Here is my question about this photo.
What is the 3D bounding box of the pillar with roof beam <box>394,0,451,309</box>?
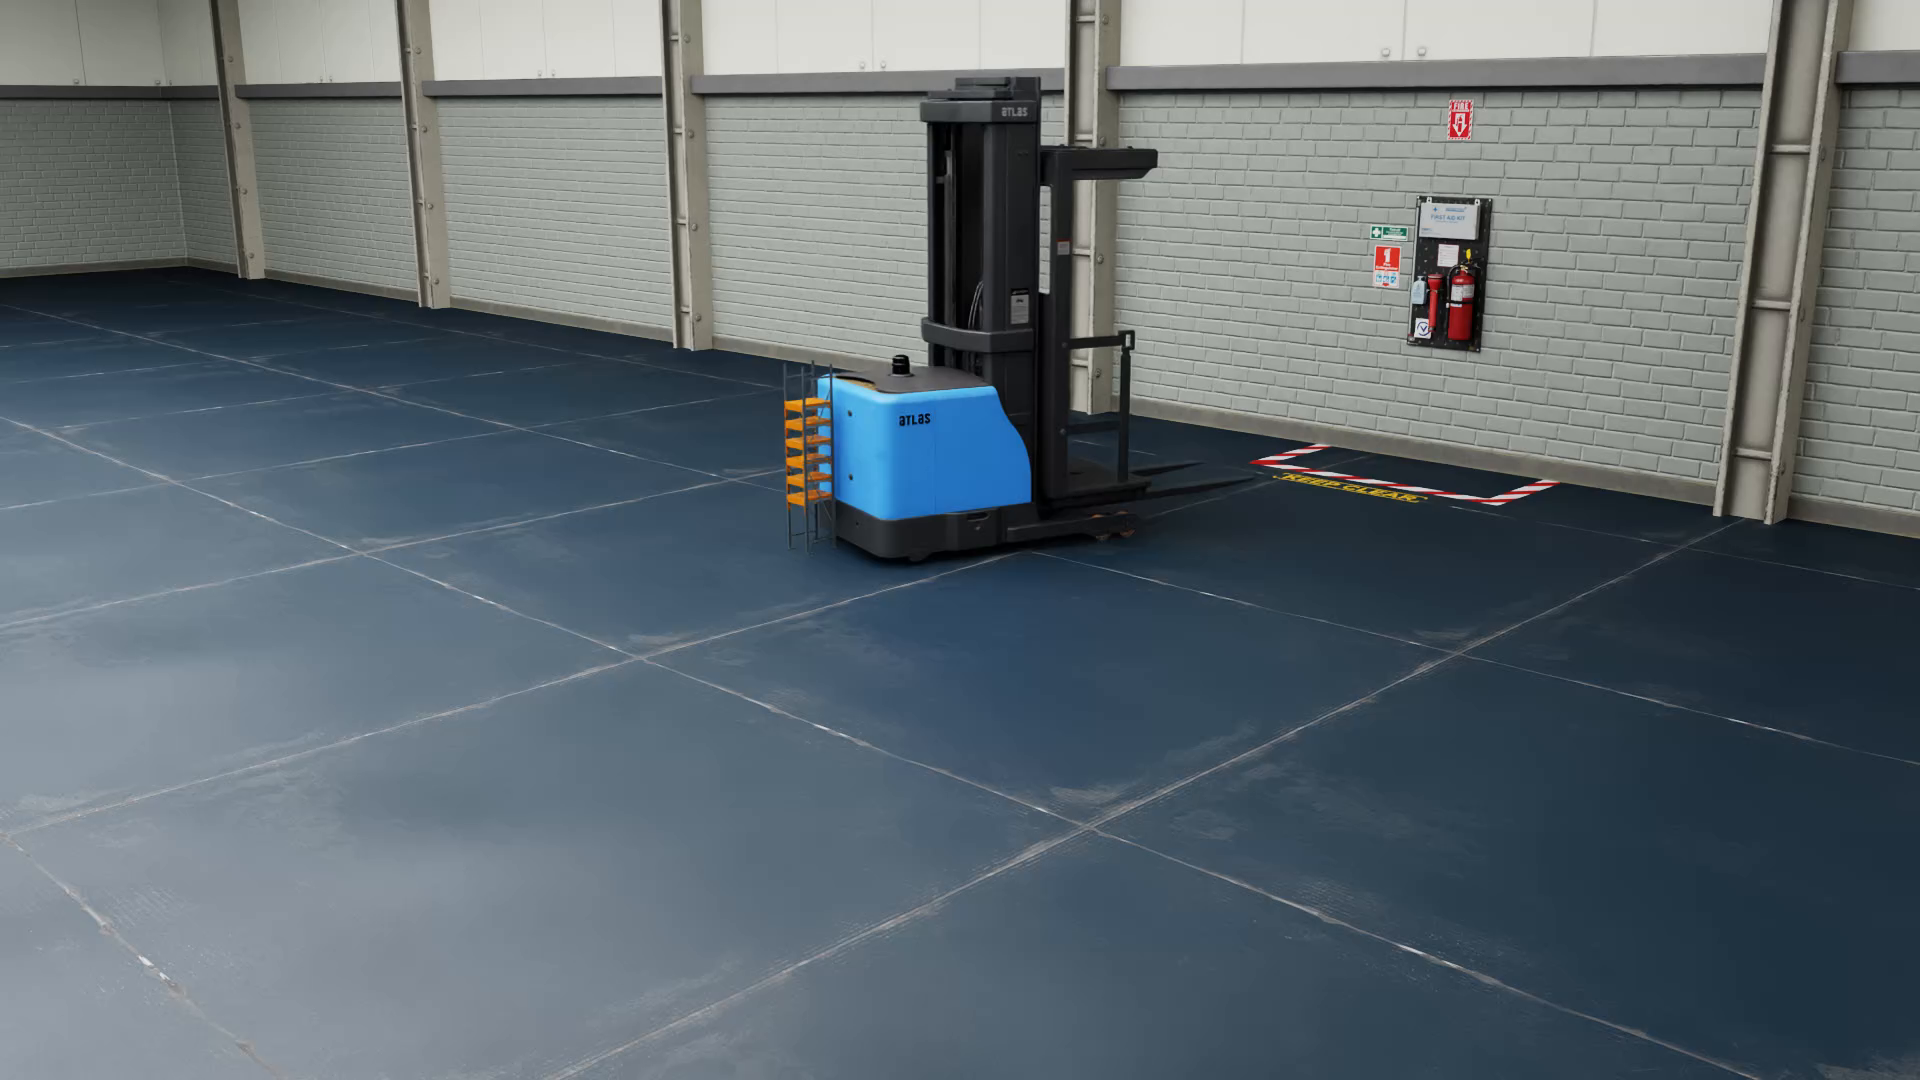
[{"bbox_3d":[-10.448,-6.890,19.530,0.400,9.000,9.100,14,20,42],"label":"pillar with roof beam"}]

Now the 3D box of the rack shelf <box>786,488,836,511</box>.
[{"bbox_3d":[-0.952,-0.249,10.637,0.258,0.103,0.180,-13,20,-41],"label":"rack shelf"}]

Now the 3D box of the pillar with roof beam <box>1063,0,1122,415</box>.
[{"bbox_3d":[-1.809,-4.790,11.470,0.400,9.000,9.100,14,20,42],"label":"pillar with roof beam"}]

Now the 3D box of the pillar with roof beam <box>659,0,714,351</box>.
[{"bbox_3d":[-6.128,-5.840,15.500,0.400,9.000,9.100,14,20,42],"label":"pillar with roof beam"}]

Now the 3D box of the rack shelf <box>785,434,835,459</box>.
[{"bbox_3d":[-0.952,-0.598,10.547,0.258,0.103,0.180,-13,20,-41],"label":"rack shelf"}]

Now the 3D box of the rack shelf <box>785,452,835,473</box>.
[{"bbox_3d":[-0.952,-0.482,10.577,0.258,0.103,0.180,-13,20,-41],"label":"rack shelf"}]

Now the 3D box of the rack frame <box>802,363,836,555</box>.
[{"bbox_3d":[-0.889,-0.508,10.501,0.240,1.200,0.006,-13,20,-41],"label":"rack frame"}]

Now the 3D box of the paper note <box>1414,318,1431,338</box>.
[{"bbox_3d":[3.666,-1.675,13.160,0.142,0.148,0.016,14,20,42],"label":"paper note"}]

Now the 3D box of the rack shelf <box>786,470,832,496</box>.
[{"bbox_3d":[-0.952,-0.366,10.607,0.258,0.103,0.180,-13,20,-41],"label":"rack shelf"}]

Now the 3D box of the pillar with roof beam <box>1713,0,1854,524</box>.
[{"bbox_3d":[2.510,-3.740,7.440,0.400,9.000,9.100,14,20,42],"label":"pillar with roof beam"}]

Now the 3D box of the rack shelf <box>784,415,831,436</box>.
[{"bbox_3d":[-0.952,-0.714,10.517,0.258,0.103,0.180,-13,20,-41],"label":"rack shelf"}]

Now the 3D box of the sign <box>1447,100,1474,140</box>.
[{"bbox_3d":[3.809,-3.199,12.664,0.199,0.298,0.001,14,20,42],"label":"sign"}]

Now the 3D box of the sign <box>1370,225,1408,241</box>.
[{"bbox_3d":[3.416,-2.445,13.244,0.331,0.109,0.001,14,20,42],"label":"sign"}]

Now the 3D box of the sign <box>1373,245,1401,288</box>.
[{"bbox_3d":[3.419,-2.191,13.320,0.234,0.329,0.001,14,20,42],"label":"sign"}]

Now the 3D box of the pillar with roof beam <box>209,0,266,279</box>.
[{"bbox_3d":[-14.767,-7.941,23.560,0.400,9.000,9.100,14,20,42],"label":"pillar with roof beam"}]

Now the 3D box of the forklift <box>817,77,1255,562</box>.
[{"bbox_3d":[0.601,-1.528,10.985,3.031,2.935,1.130,-8,17,-28],"label":"forklift"}]

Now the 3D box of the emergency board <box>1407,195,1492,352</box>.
[{"bbox_3d":[3.746,-2.058,12.882,0.643,1.169,0.194,14,20,42],"label":"emergency board"}]

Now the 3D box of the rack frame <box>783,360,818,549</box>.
[{"bbox_3d":[-1.015,-0.541,10.630,0.240,1.200,0.006,-13,20,-41],"label":"rack frame"}]

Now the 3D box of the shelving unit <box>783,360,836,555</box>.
[{"bbox_3d":[-0.952,-0.525,10.566,0.258,1.200,0.189,-13,20,-41],"label":"shelving unit"}]

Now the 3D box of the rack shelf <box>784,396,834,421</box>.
[{"bbox_3d":[-0.952,-0.830,10.486,0.258,0.103,0.180,-13,20,-41],"label":"rack shelf"}]
